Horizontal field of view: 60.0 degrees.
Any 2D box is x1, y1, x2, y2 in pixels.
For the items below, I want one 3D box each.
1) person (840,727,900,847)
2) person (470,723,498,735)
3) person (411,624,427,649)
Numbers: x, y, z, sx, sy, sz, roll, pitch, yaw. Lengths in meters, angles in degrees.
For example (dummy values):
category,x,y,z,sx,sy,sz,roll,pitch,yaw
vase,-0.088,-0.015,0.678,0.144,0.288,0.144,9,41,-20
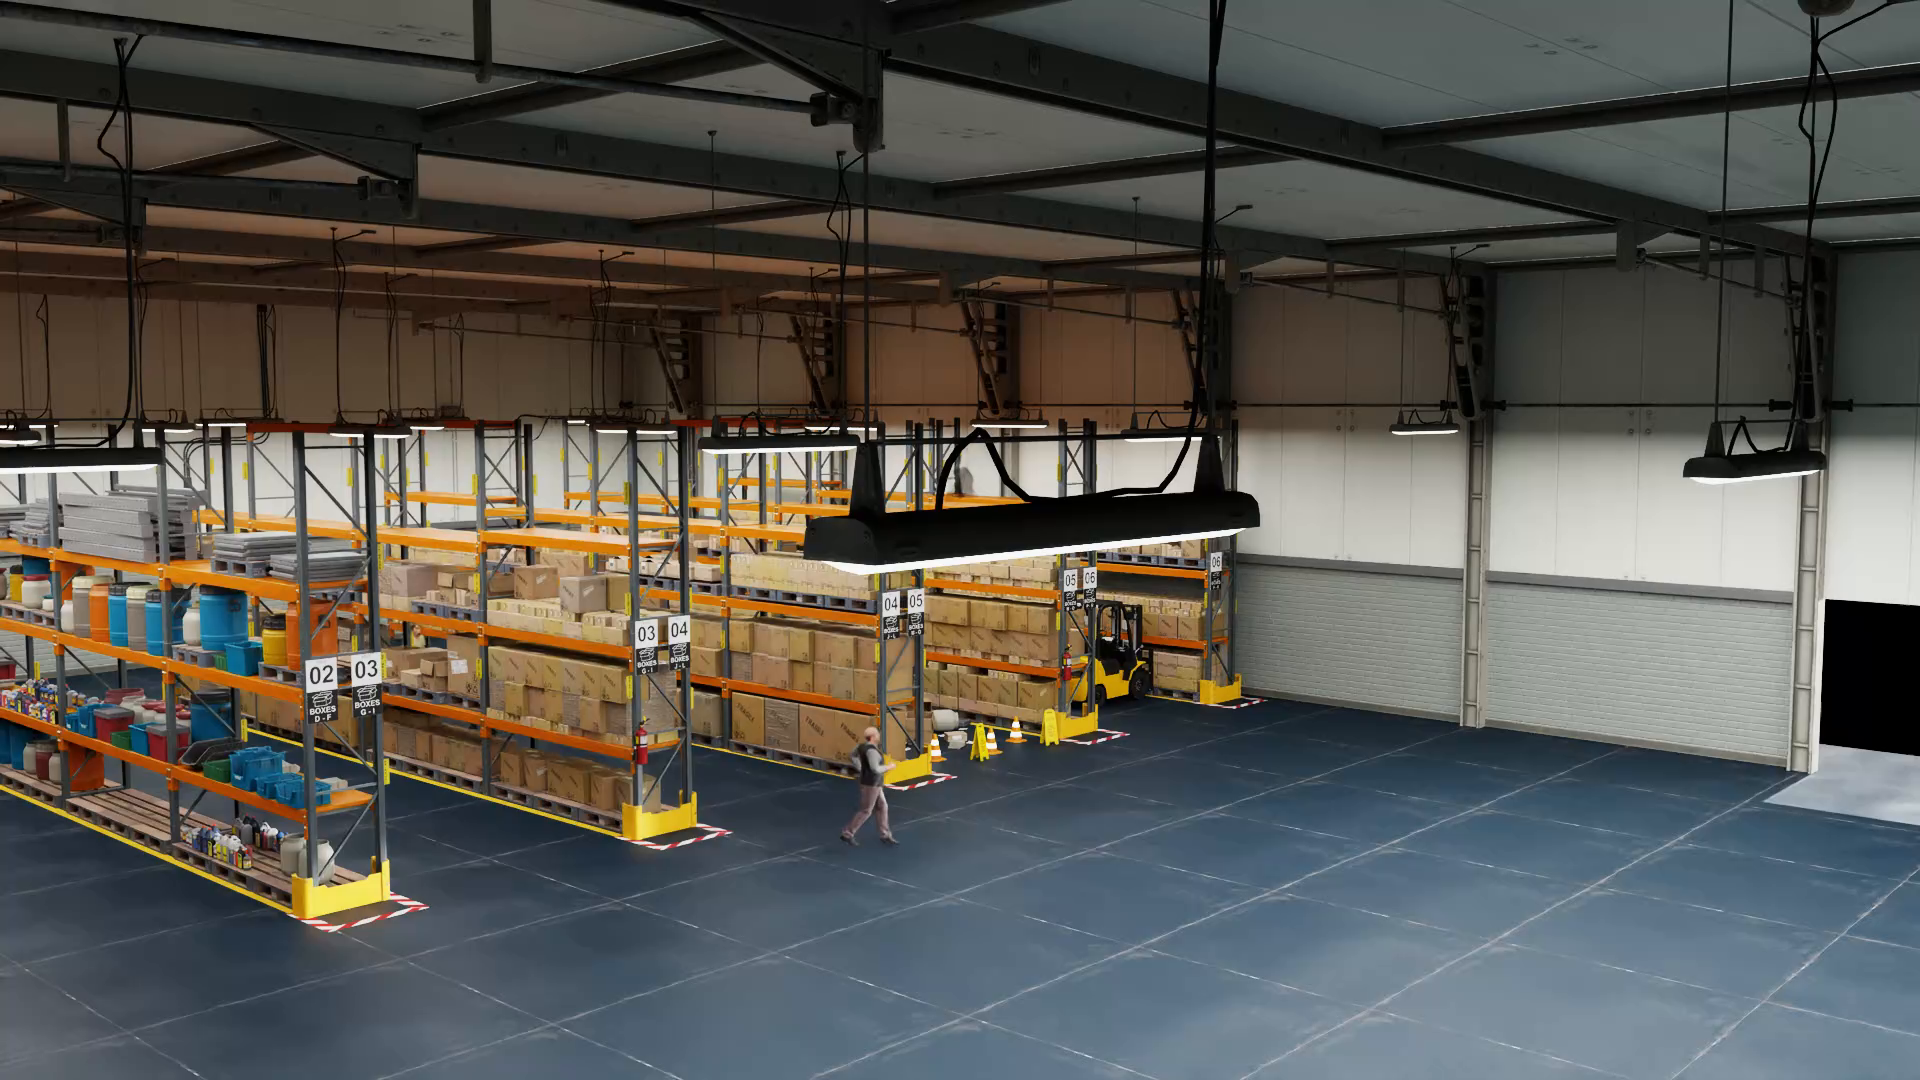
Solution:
category,x,y,z,sx,sy,sz,roll,pitch,yaw
person,-1.277,3.526,23.615,0.878,1.758,0.654,-1,5,-10
person,-8.881,2.989,31.113,0.783,1.617,0.560,3,6,36
person,-11.582,2.611,35.387,0.966,1.675,0.585,5,6,44
